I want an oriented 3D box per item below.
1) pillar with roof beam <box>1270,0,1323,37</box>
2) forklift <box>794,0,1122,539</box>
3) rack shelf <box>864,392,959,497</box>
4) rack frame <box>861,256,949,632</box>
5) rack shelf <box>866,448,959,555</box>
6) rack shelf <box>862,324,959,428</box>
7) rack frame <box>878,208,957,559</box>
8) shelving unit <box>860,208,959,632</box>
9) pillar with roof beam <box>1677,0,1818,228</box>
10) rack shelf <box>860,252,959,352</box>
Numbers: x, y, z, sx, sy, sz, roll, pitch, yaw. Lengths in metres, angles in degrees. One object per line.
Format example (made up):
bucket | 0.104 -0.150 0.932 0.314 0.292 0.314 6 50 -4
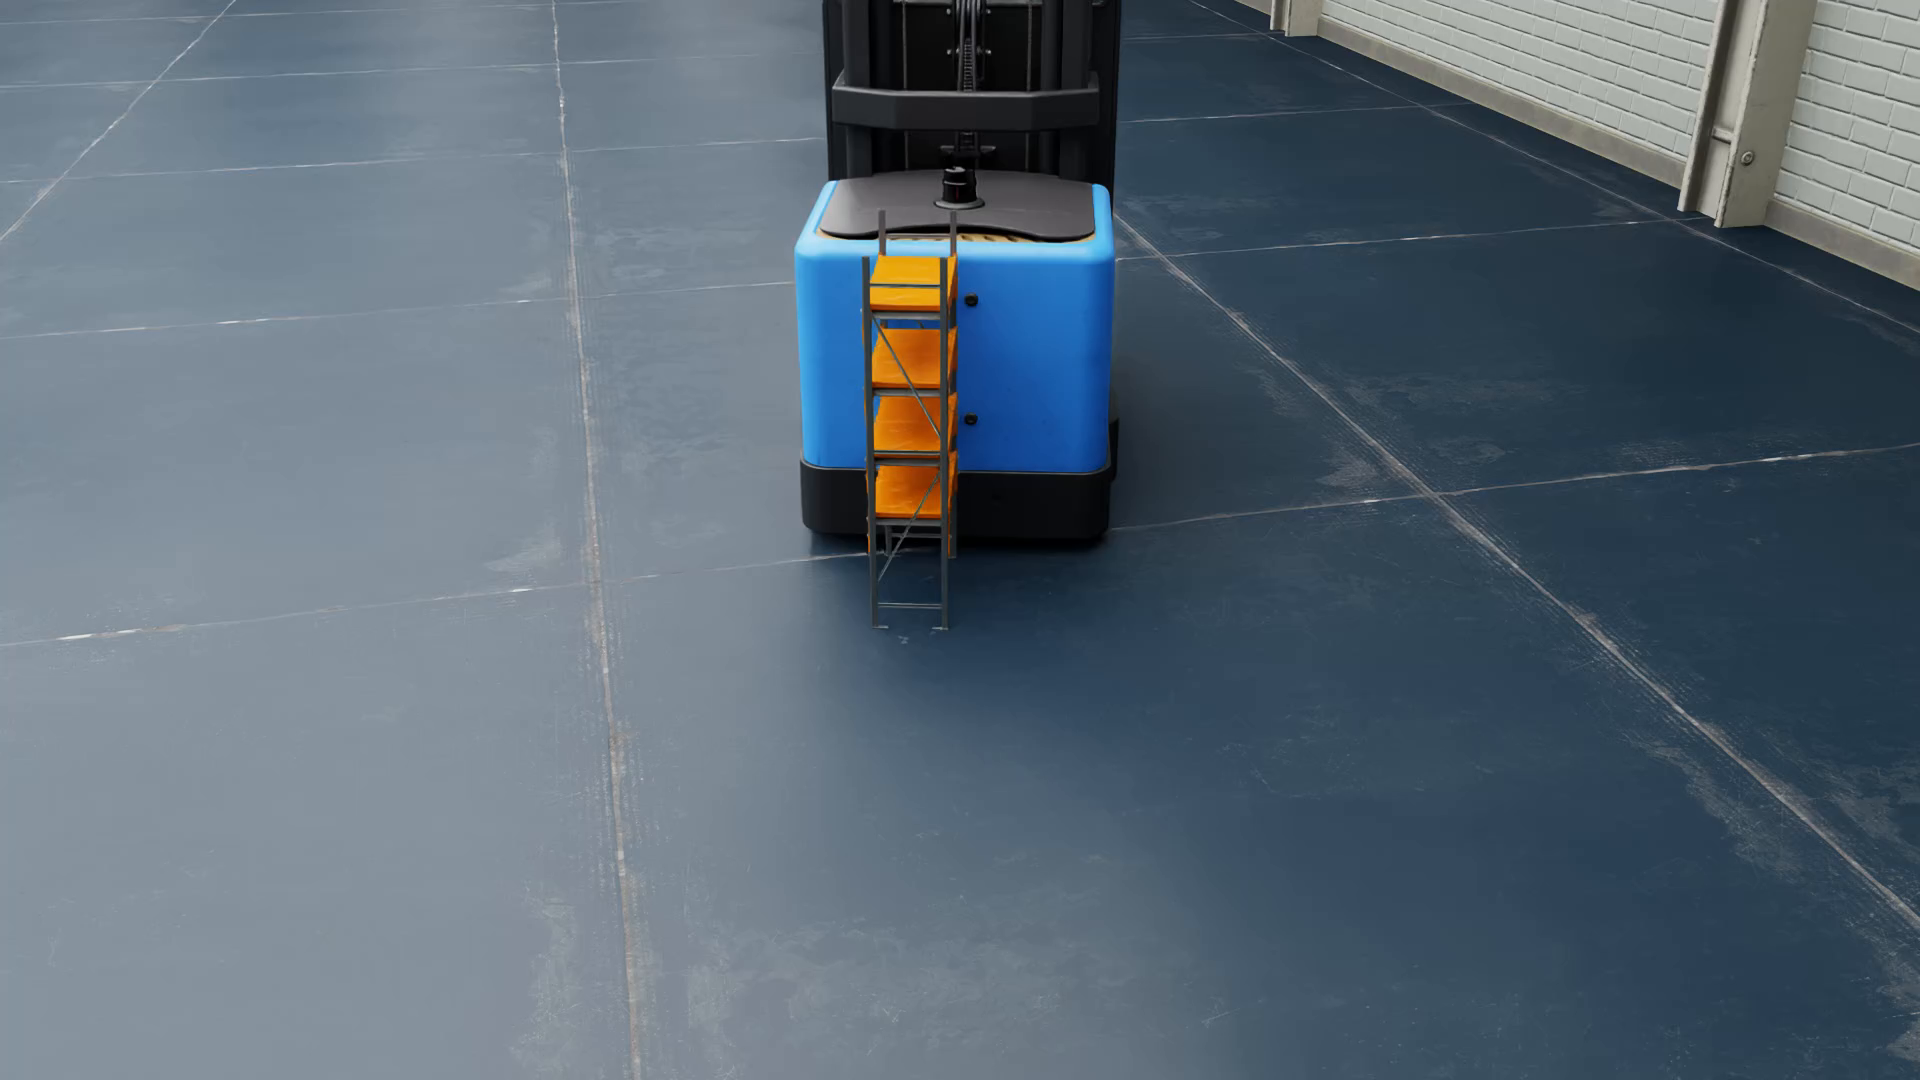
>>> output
pillar with roof beam | -1.259 -8.035 11.681 9.100 9.000 0.400 -6 27 -12
forklift | 0.056 -1.938 6.336 1.130 2.935 3.031 1 27 3
rack shelf | -0.143 -0.306 5.174 0.258 0.148 0.480 1 27 3
rack frame | -0.156 -0.256 4.927 0.240 1.200 0.015 1 27 3
rack shelf | -0.143 -0.129 5.264 0.258 0.148 0.480 1 27 3
rack shelf | -0.143 -0.506 5.074 0.258 0.148 0.480 1 27 3
rack frame | -0.130 -0.476 5.362 0.240 1.200 0.015 1 27 3
shelving unit | -0.143 -0.366 5.144 0.258 1.200 0.503 1 27 3
pillar with roof beam | 0.093 -5.401 6.463 9.100 9.000 0.400 -6 27 -12
rack shelf | -0.143 -0.717 4.967 0.258 0.148 0.480 1 27 3
